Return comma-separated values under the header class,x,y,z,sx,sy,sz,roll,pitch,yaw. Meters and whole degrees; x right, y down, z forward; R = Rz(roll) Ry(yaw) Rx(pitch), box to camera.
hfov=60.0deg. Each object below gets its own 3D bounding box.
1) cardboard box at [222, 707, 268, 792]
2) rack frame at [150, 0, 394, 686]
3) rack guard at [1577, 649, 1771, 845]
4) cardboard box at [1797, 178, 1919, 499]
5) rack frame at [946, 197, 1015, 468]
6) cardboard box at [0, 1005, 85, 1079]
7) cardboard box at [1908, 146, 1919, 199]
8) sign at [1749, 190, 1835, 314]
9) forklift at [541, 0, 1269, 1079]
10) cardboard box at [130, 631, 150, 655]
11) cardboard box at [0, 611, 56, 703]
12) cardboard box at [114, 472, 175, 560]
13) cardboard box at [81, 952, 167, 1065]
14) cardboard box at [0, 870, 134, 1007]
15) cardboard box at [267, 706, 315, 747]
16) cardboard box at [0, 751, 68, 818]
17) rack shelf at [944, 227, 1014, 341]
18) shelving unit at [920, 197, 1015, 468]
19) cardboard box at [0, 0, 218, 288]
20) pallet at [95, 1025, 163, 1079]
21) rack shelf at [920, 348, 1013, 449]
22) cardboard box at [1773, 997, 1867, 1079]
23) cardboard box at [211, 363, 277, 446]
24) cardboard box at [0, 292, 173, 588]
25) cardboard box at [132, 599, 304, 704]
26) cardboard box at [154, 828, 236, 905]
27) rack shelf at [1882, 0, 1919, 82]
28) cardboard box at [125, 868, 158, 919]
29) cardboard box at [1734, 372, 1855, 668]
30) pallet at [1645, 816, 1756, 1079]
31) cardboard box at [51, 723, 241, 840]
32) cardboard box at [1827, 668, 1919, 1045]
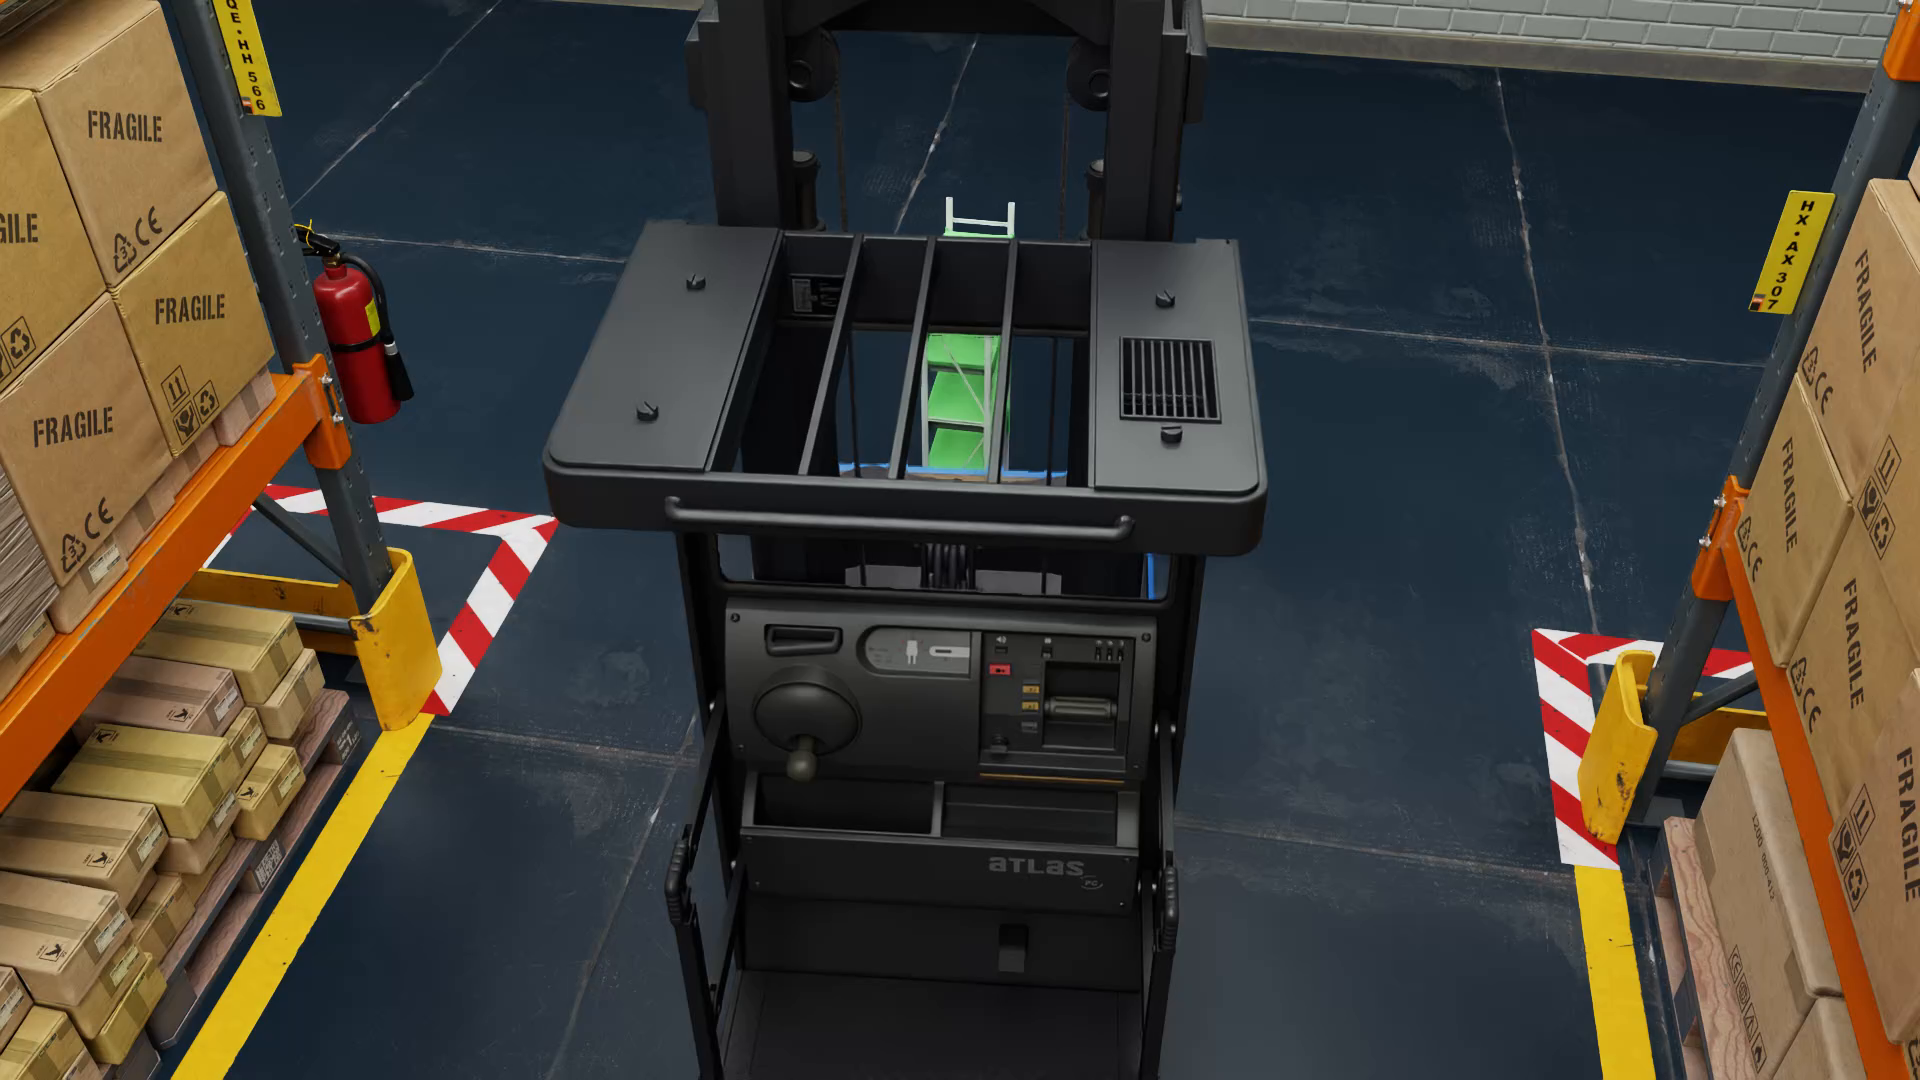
class,x,y,z,sx,sy,sz,roll,pitch,yaw
cardboard box,-2.265,0.604,4.839,0.380,0.149,0.250,6,40,7
rack frame,-2.357,-0.739,4.789,1.000,3.000,0.127,6,40,8
rack guard,2.540,0.692,5.021,1.175,0.500,0.348,6,40,8
cardboard box,2.172,-0.410,3.529,0.500,0.500,0.500,6,40,7
rack frame,0.071,-0.719,6.179,0.240,1.200,0.015,6,40,8
cardboard box,-2.395,1.258,4.049,0.380,0.149,0.250,8,40,10
cardboard box,2.202,-0.738,3.416,0.380,0.149,0.250,7,40,9
sign,1.990,-0.685,3.983,0.100,0.325,0.005,6,40,8
forklift,-0.059,0.419,3.443,1.130,2.935,3.031,3,40,3
cardboard box,-2.700,0.384,5.106,0.380,0.149,0.250,8,40,10
cardboard box,-2.339,0.230,3.815,0.380,0.149,0.250,5,40,6
cardboard box,-2.243,-0.095,4.208,0.380,0.149,0.250,6,40,7
cardboard box,-2.330,1.204,4.348,0.380,0.149,0.250,5,40,6
cardboard box,-2.318,0.987,4.143,0.380,0.149,0.250,8,40,9
cardboard box,-2.243,0.552,5.137,0.380,0.149,0.250,7,40,8
cardboard box,-2.759,0.713,4.708,0.380,0.149,0.250,7,40,8
rack shelf,0.029,-0.887,5.728,0.258,0.148,0.480,6,40,8
shelving unit,0.029,-0.566,5.993,0.258,1.200,0.503,6,40,8
cardboard box,-2.191,-0.963,3.964,0.500,0.500,0.500,6,40,7
pallet,-2.759,1.653,4.085,1.003,0.211,1.213,6,40,8
rack shelf,0.029,-0.517,6.034,0.258,0.148,0.480,6,40,8
cardboard box,2.370,1.570,3.678,0.875,0.438,0.875,7,40,9
cardboard box,-2.135,-0.406,4.584,0.380,0.149,0.250,6,40,8
cardboard box,-2.275,-0.259,3.897,0.500,0.500,0.500,6,40,7
cardboard box,-2.199,0.329,4.939,0.380,0.149,0.250,7,40,8
cardboard box,-2.318,0.880,4.739,0.380,0.149,0.250,6,40,7
rack shelf,2.190,0.120,1.961,1.077,0.370,4.000,6,40,8
cardboard box,-2.403,0.930,4.446,0.380,0.149,0.250,6,40,7
cardboard box,2.170,-0.025,3.848,0.500,0.500,0.500,6,40,7
pallet,2.475,1.329,4.477,1.003,0.211,1.213,6,40,8
cardboard box,-2.219,0.657,4.542,0.380,0.149,0.250,6,40,7
cardboard box,2.004,0.613,3.077,0.500,0.500,0.500,6,40,7
